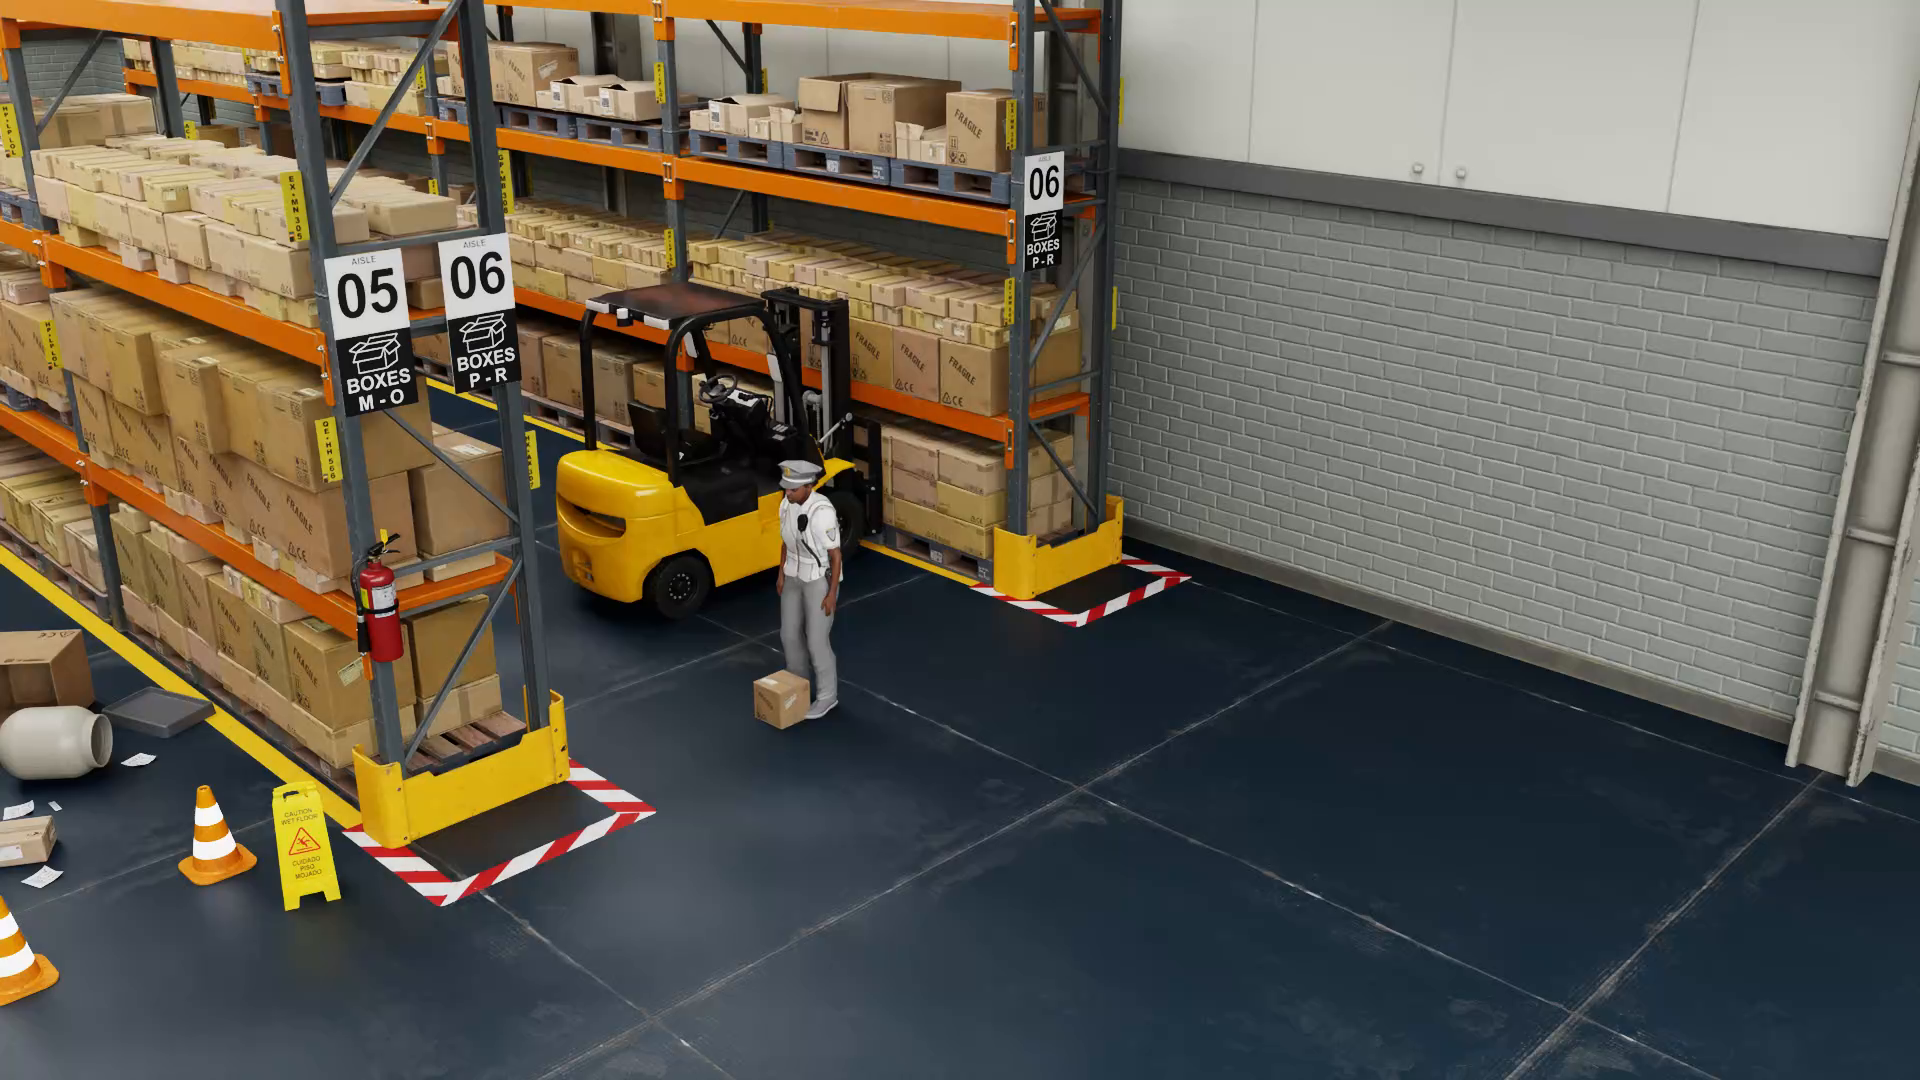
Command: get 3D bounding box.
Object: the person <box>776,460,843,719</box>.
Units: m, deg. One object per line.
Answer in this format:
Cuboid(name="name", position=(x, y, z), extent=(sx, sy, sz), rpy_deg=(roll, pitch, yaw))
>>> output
Cuboid(name="person", position=(-0.956, 0.278, 10.346), extent=(0.522, 1.658, 0.395), rpy_deg=(17, 27, 38))
